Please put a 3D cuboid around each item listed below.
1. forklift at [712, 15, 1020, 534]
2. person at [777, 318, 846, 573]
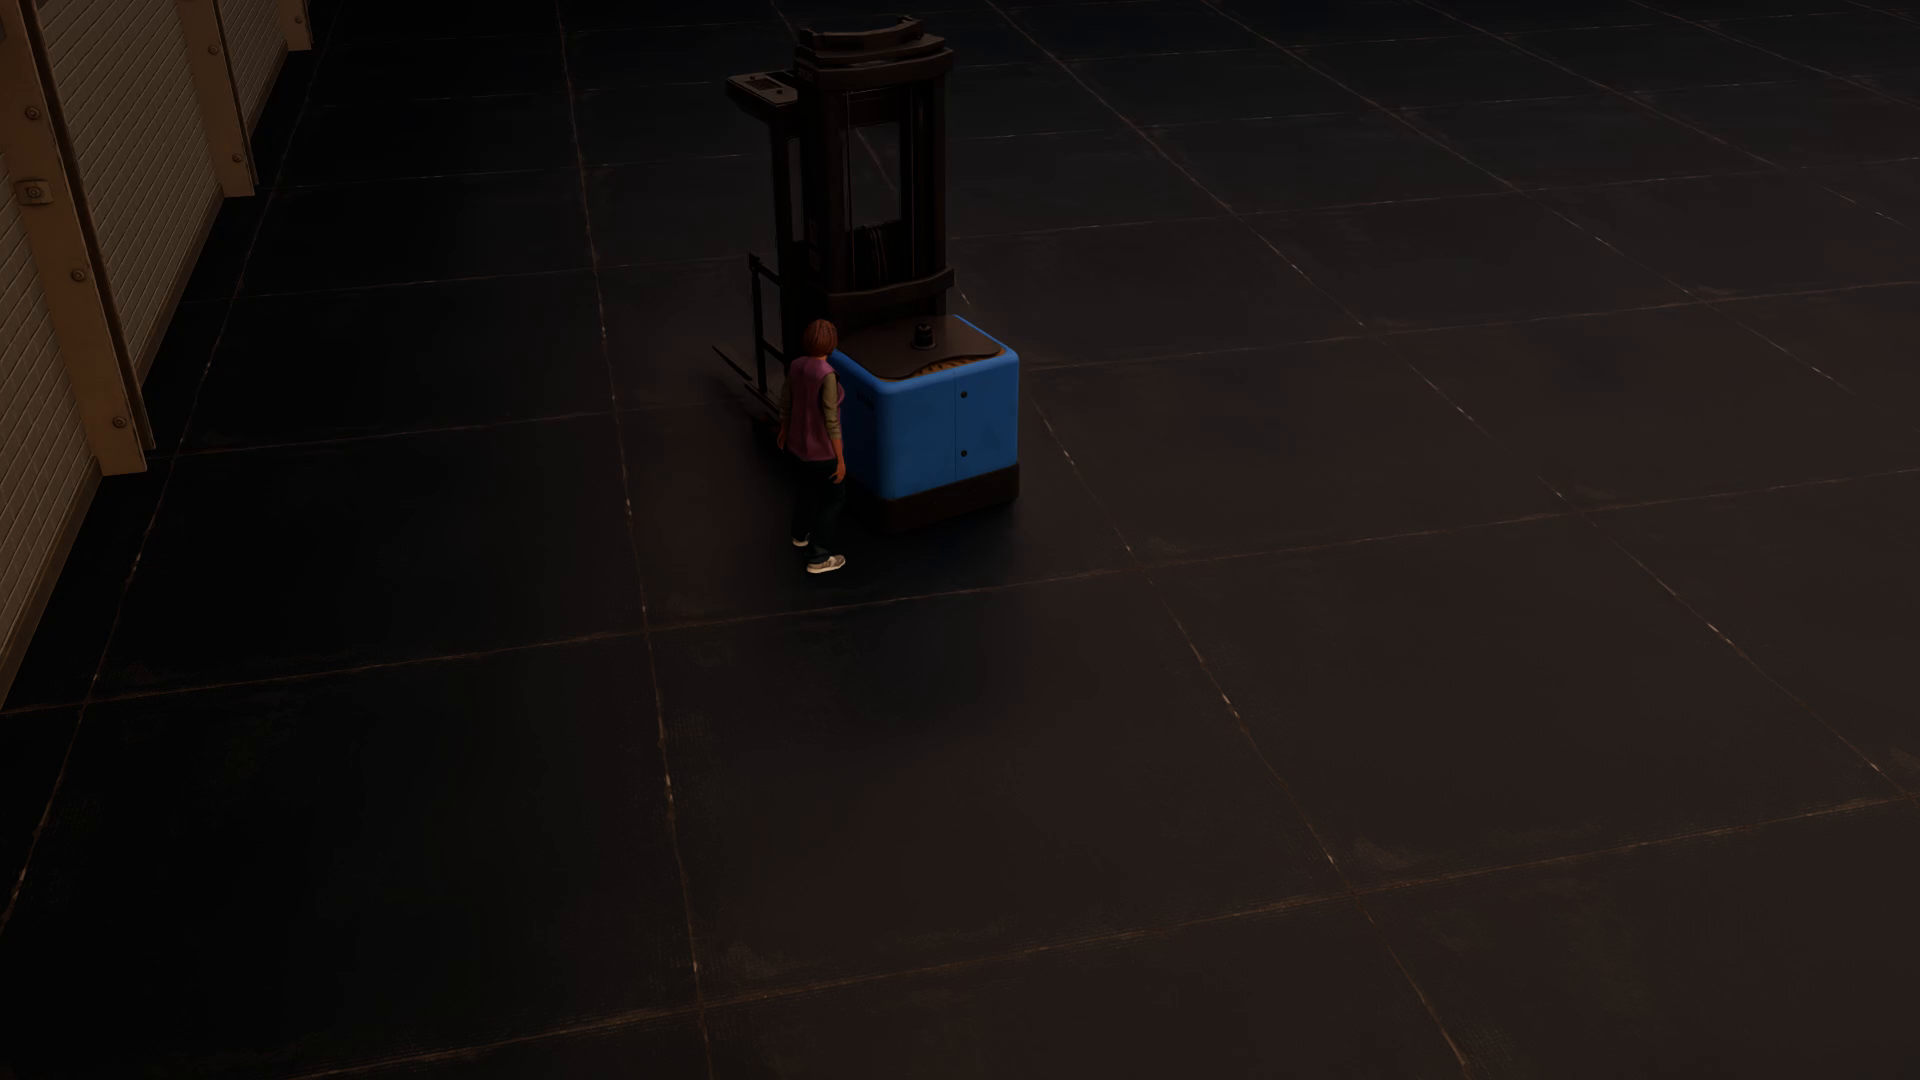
[{"bbox_3d":[-0.810,-2.009,11.044,1.130,2.935,3.031,-17,34,-27],"label":"forklift"},{"bbox_3d":[-0.869,-0.560,9.922,0.381,1.566,0.728,-24,38,-35],"label":"person"}]
